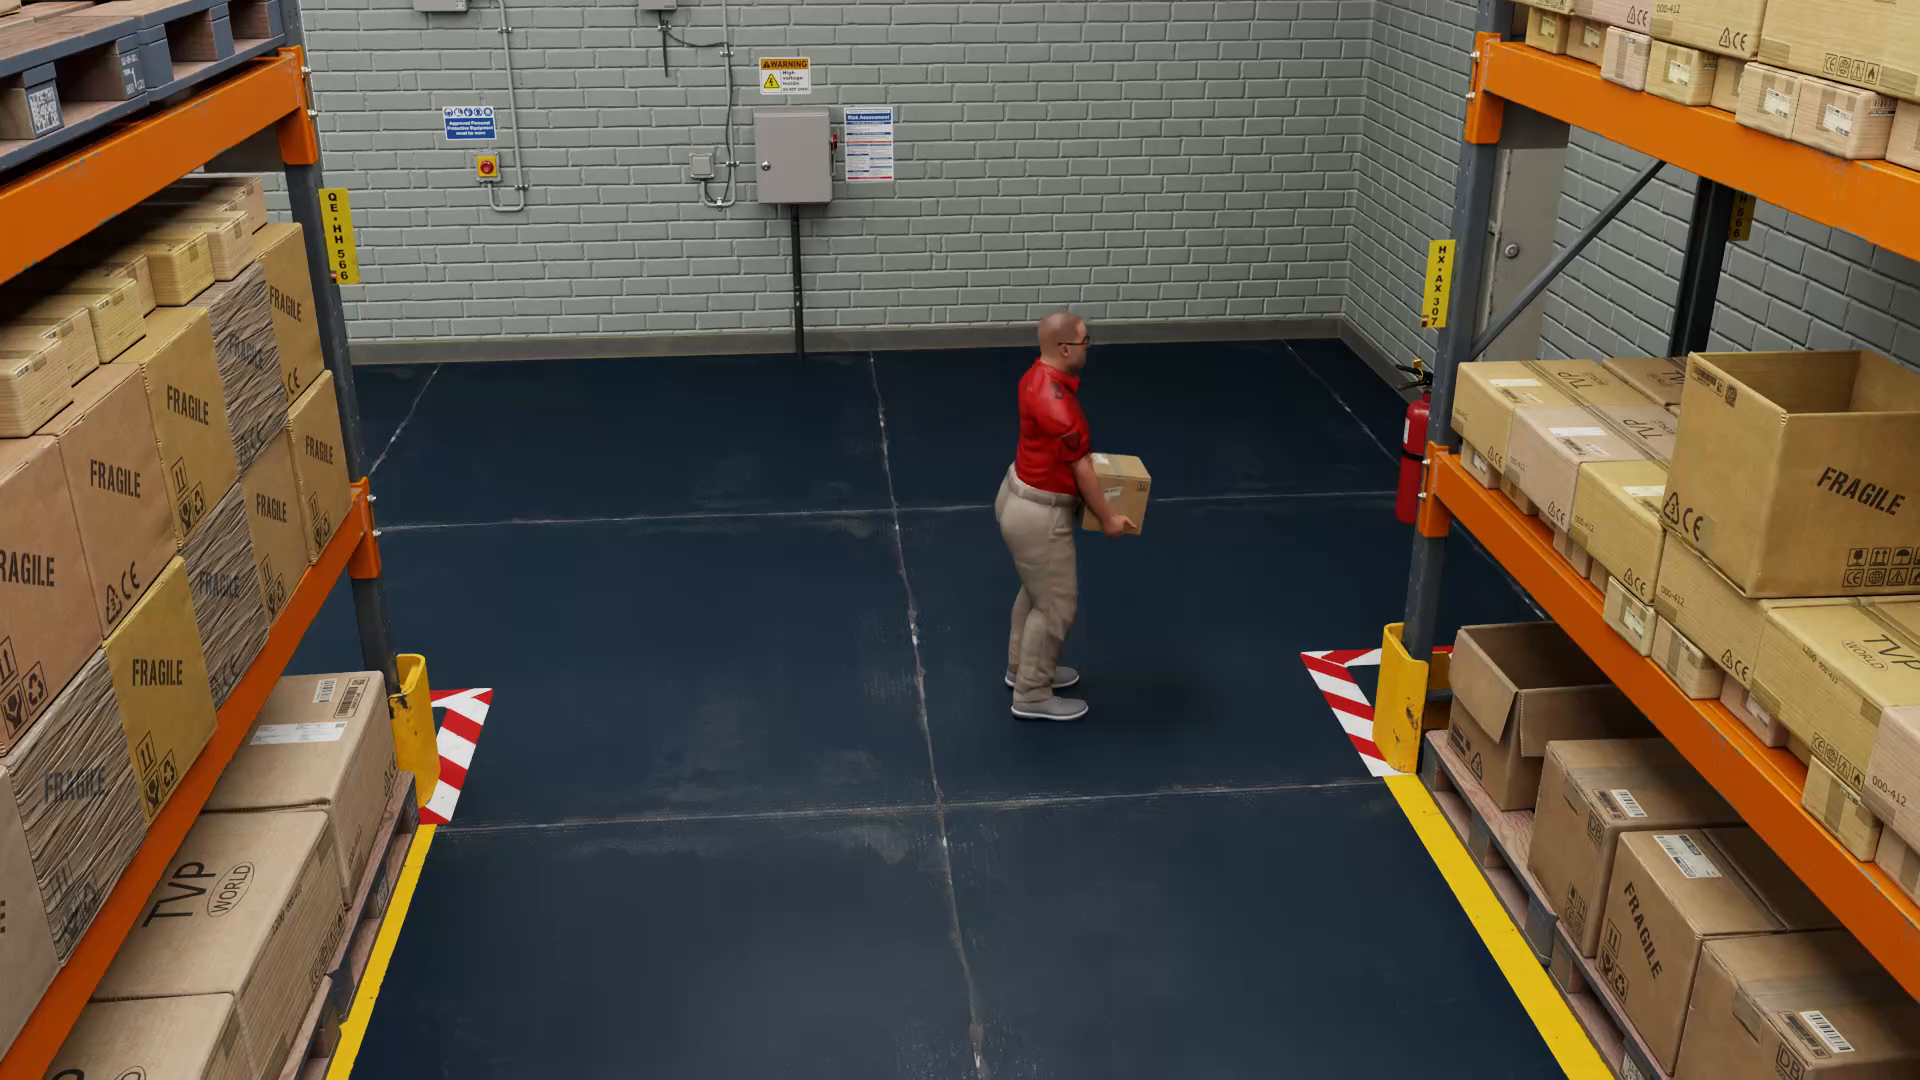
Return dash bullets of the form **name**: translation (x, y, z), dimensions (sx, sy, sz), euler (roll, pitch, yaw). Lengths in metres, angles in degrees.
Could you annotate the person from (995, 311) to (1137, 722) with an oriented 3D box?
- **person**: translation (0.428, -0.108, 6.885), dimensions (0.556, 1.723, 0.489), euler (-3, 24, -6)
